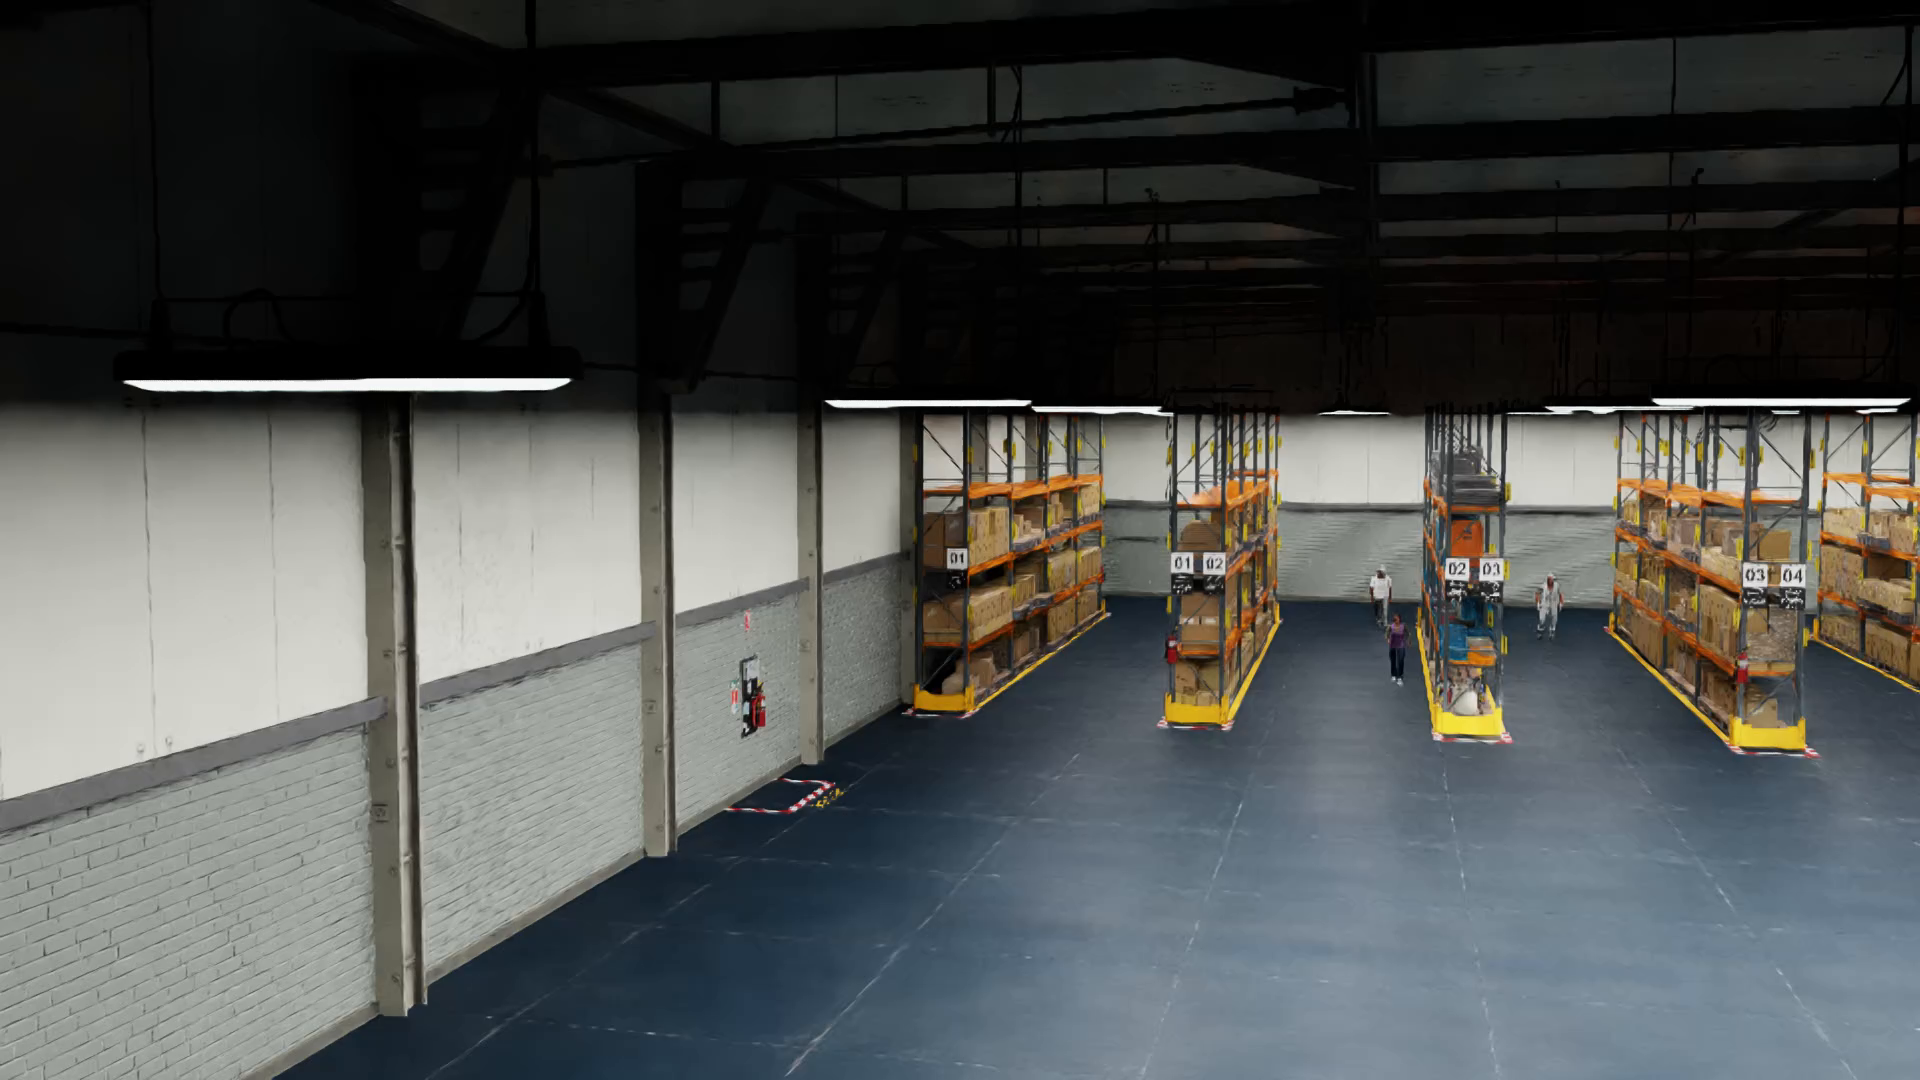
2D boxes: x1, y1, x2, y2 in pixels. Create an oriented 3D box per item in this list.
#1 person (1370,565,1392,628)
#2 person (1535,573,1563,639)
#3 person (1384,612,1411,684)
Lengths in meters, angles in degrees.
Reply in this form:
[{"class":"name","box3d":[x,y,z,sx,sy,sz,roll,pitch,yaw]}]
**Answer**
[{"class":"person","box3d":[11.467,1.522,45.317,0.577,1.691,1.121,1,4,16]},{"class":"person","box3d":[15.149,1.704,42.763,0.677,1.742,0.552,1,4,12]},{"class":"person","box3d":[9.428,2.309,35.863,0.562,1.530,0.815,2,4,20]}]
